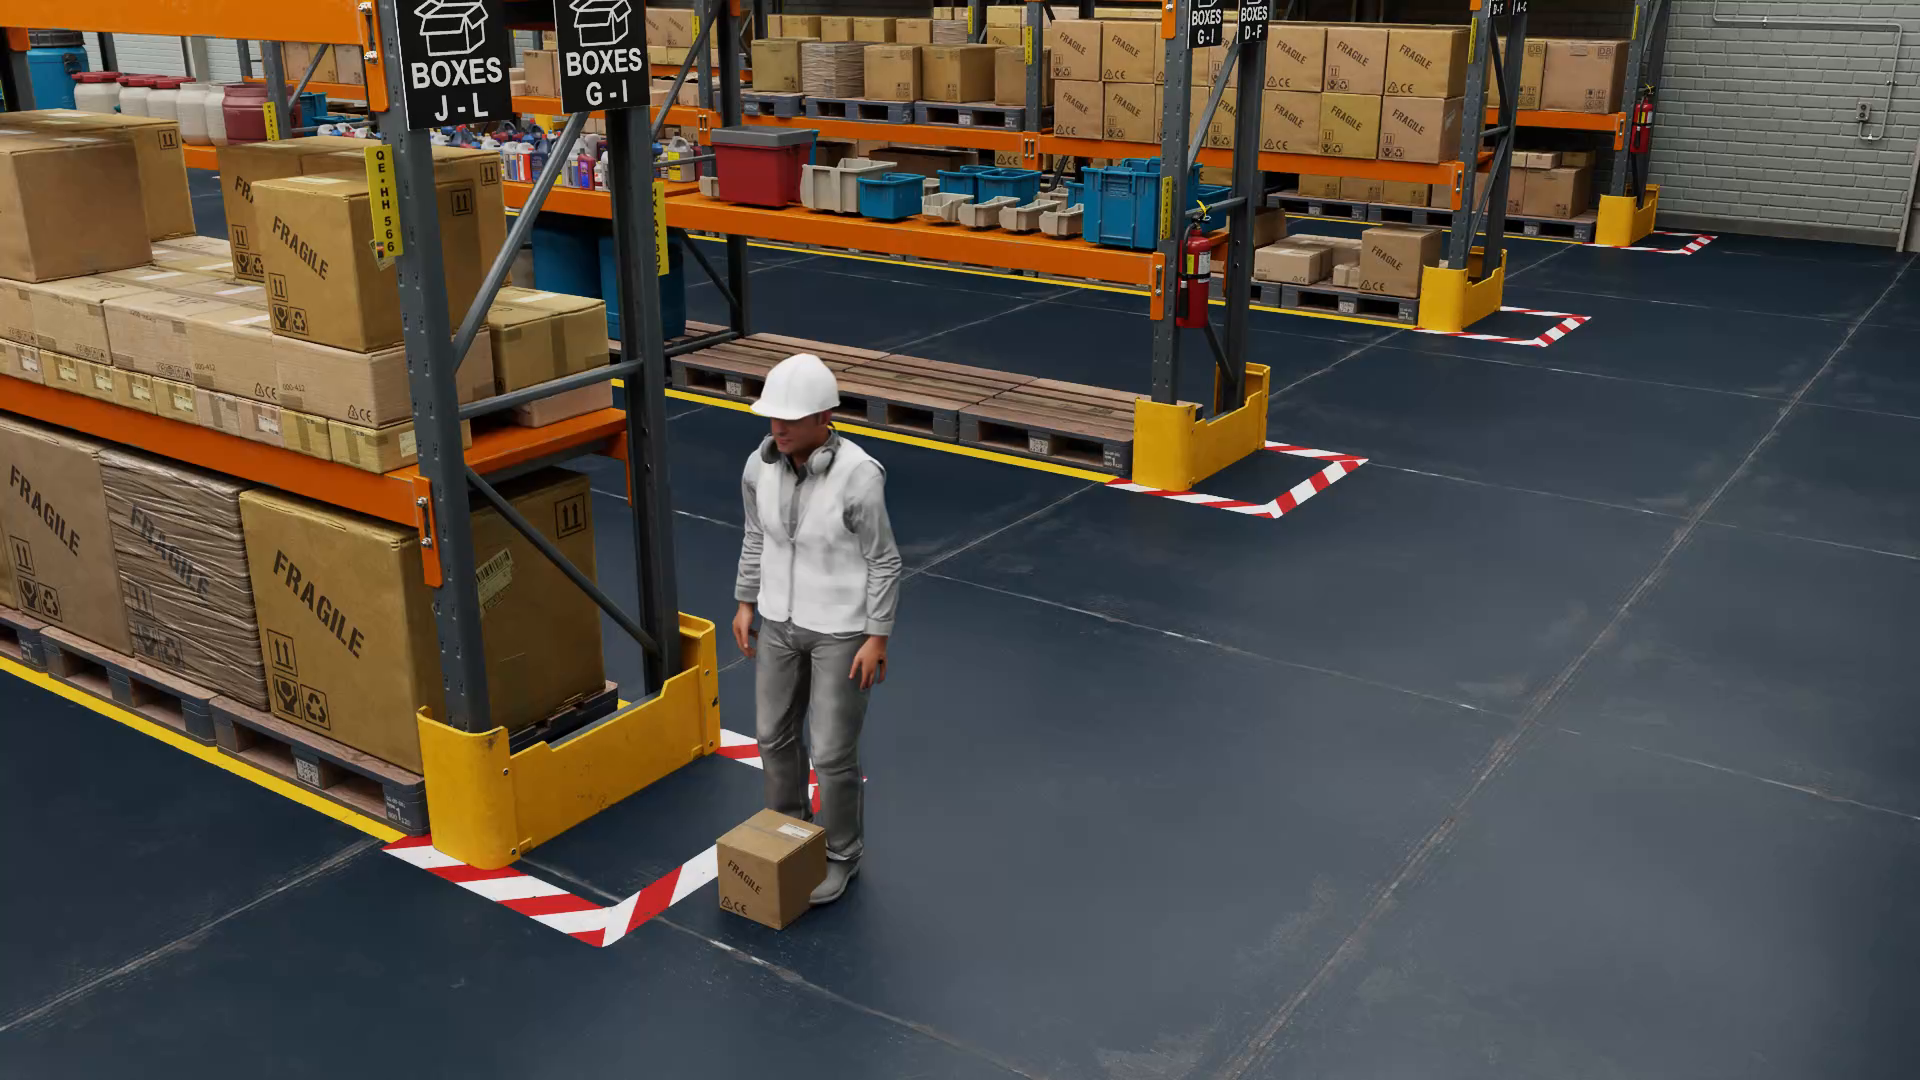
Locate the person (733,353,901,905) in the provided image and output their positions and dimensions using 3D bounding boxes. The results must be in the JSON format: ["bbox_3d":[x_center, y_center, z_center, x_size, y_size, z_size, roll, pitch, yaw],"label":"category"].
[{"bbox_3d":[-0.461,0.266,5.285,0.589,1.772,0.464,12,23,31],"label":"person"}]
